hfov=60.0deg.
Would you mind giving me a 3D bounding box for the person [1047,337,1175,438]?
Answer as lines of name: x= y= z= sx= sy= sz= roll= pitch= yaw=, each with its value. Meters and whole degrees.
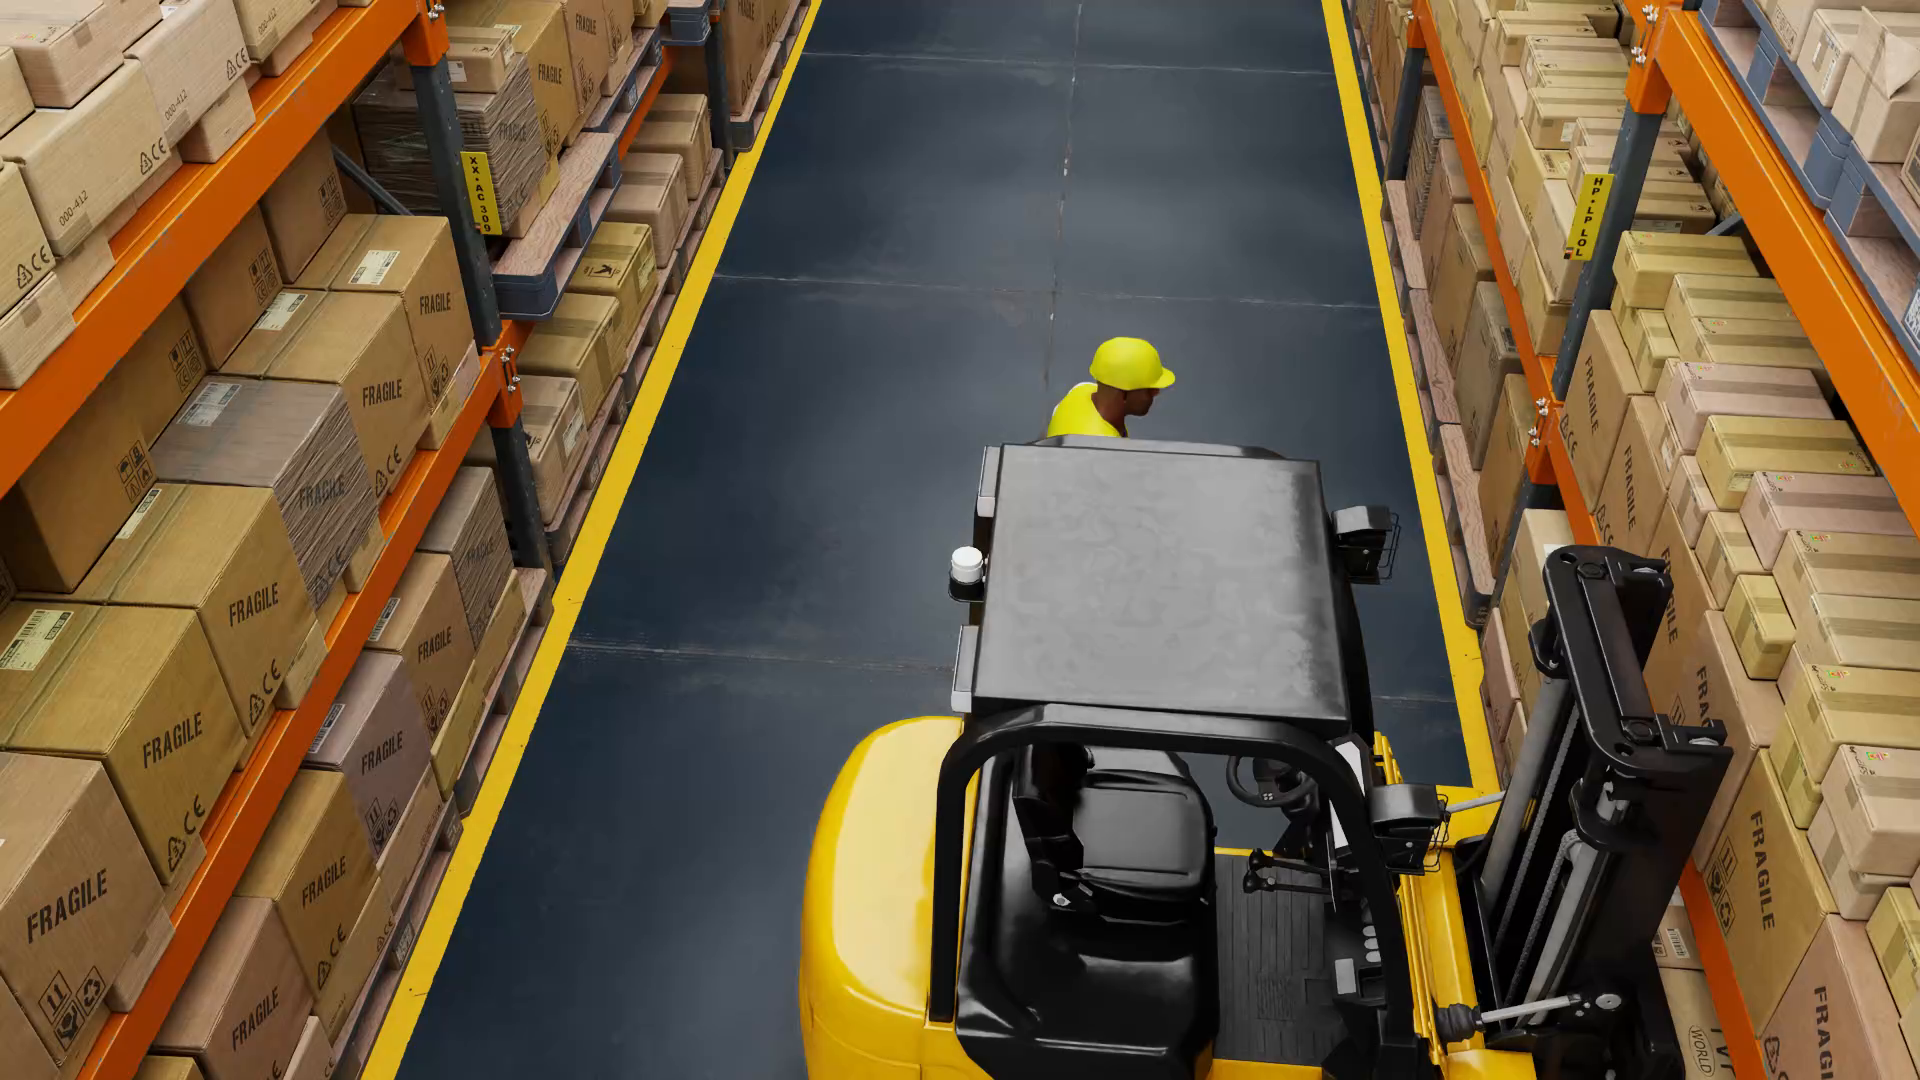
person: x=0.501 y=0.023 z=6.115 sx=0.460 sy=1.759 sz=0.630 roll=1 pitch=40 yaw=1
